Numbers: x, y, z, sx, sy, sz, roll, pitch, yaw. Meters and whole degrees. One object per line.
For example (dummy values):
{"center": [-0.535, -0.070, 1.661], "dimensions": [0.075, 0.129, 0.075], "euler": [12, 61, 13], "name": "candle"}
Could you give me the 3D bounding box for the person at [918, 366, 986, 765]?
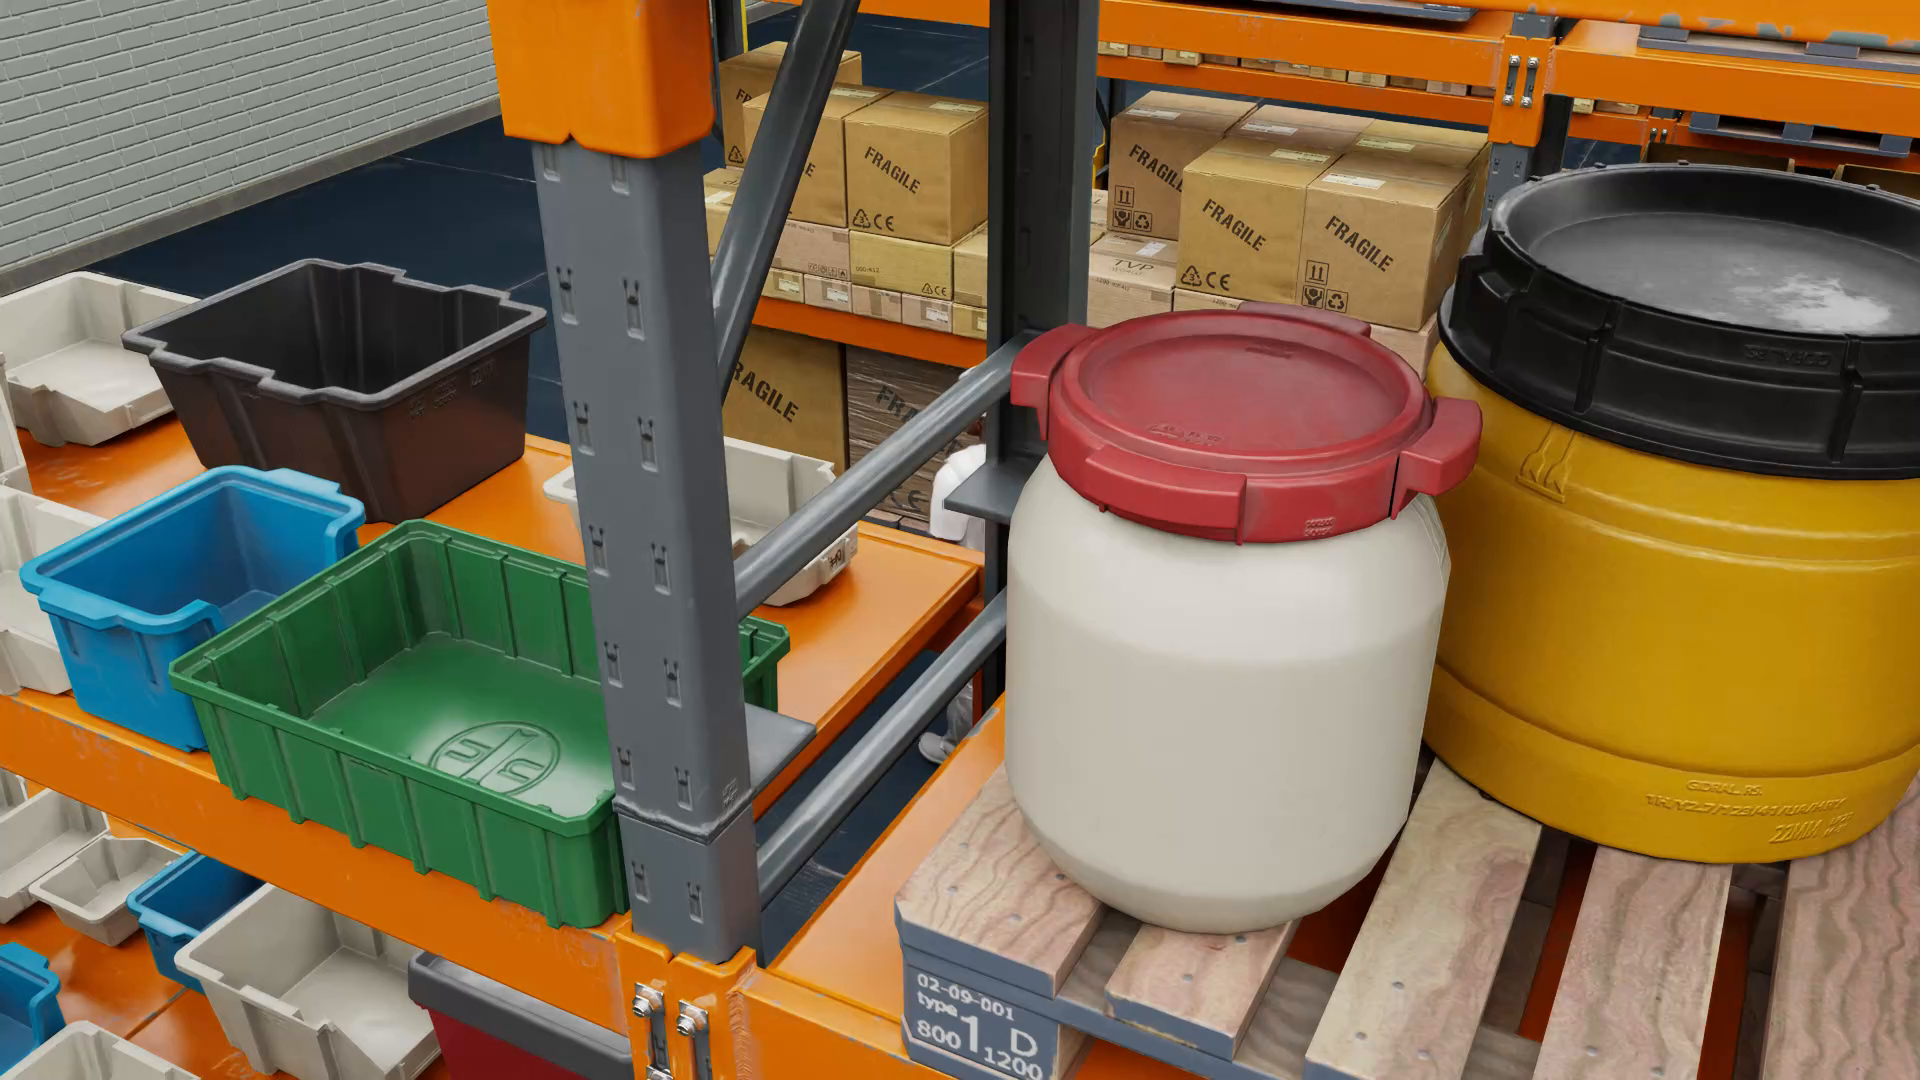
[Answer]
{"center": [0.130, 0.163, 6.305], "dimensions": [0.587, 1.764, 0.537], "euler": [-11, 32, -18], "name": "person"}
